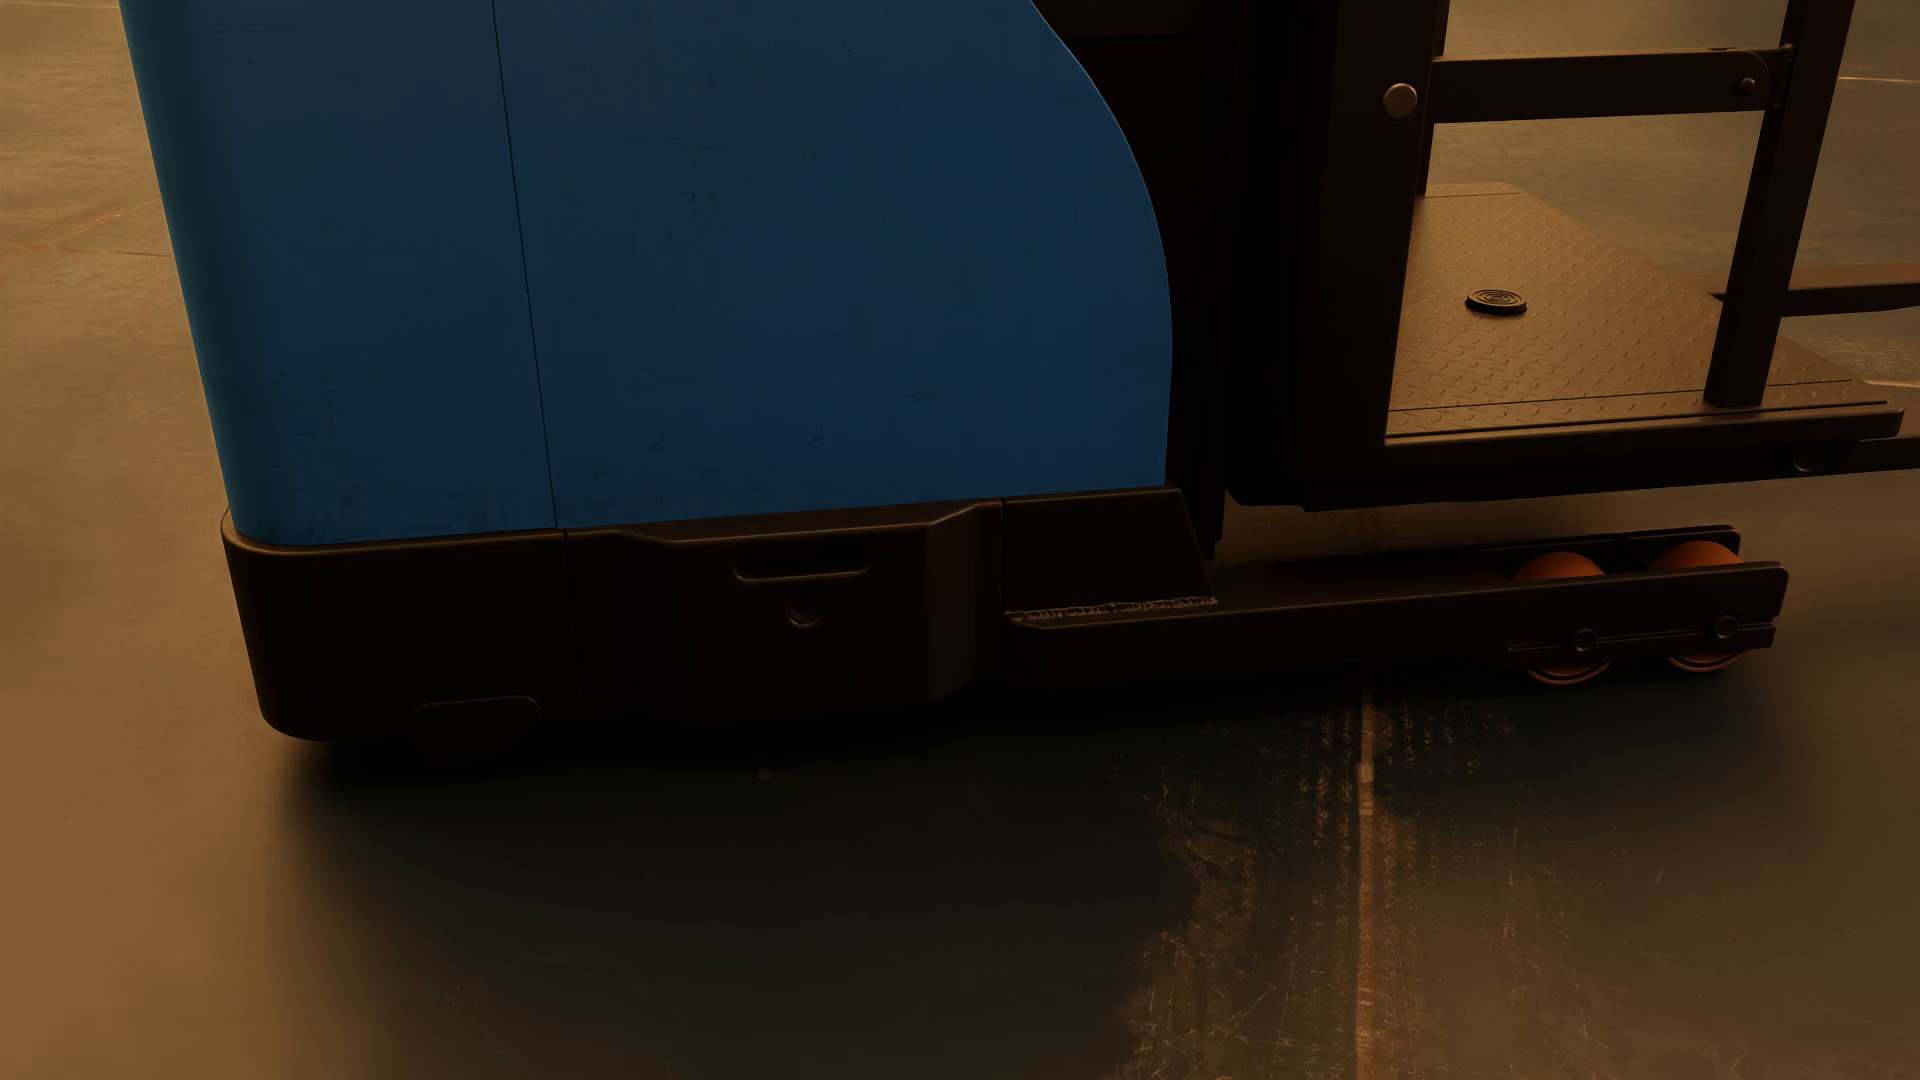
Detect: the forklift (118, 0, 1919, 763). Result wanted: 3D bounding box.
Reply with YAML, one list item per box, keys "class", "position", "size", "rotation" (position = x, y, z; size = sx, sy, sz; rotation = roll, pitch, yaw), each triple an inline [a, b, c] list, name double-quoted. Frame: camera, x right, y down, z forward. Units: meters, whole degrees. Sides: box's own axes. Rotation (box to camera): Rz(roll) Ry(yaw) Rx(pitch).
- class: "forklift"
  position: [0.600, -1.354, 1.930]
  size: [3.031, 2.935, 1.130]
  rotation: [-4, 27, -9]
